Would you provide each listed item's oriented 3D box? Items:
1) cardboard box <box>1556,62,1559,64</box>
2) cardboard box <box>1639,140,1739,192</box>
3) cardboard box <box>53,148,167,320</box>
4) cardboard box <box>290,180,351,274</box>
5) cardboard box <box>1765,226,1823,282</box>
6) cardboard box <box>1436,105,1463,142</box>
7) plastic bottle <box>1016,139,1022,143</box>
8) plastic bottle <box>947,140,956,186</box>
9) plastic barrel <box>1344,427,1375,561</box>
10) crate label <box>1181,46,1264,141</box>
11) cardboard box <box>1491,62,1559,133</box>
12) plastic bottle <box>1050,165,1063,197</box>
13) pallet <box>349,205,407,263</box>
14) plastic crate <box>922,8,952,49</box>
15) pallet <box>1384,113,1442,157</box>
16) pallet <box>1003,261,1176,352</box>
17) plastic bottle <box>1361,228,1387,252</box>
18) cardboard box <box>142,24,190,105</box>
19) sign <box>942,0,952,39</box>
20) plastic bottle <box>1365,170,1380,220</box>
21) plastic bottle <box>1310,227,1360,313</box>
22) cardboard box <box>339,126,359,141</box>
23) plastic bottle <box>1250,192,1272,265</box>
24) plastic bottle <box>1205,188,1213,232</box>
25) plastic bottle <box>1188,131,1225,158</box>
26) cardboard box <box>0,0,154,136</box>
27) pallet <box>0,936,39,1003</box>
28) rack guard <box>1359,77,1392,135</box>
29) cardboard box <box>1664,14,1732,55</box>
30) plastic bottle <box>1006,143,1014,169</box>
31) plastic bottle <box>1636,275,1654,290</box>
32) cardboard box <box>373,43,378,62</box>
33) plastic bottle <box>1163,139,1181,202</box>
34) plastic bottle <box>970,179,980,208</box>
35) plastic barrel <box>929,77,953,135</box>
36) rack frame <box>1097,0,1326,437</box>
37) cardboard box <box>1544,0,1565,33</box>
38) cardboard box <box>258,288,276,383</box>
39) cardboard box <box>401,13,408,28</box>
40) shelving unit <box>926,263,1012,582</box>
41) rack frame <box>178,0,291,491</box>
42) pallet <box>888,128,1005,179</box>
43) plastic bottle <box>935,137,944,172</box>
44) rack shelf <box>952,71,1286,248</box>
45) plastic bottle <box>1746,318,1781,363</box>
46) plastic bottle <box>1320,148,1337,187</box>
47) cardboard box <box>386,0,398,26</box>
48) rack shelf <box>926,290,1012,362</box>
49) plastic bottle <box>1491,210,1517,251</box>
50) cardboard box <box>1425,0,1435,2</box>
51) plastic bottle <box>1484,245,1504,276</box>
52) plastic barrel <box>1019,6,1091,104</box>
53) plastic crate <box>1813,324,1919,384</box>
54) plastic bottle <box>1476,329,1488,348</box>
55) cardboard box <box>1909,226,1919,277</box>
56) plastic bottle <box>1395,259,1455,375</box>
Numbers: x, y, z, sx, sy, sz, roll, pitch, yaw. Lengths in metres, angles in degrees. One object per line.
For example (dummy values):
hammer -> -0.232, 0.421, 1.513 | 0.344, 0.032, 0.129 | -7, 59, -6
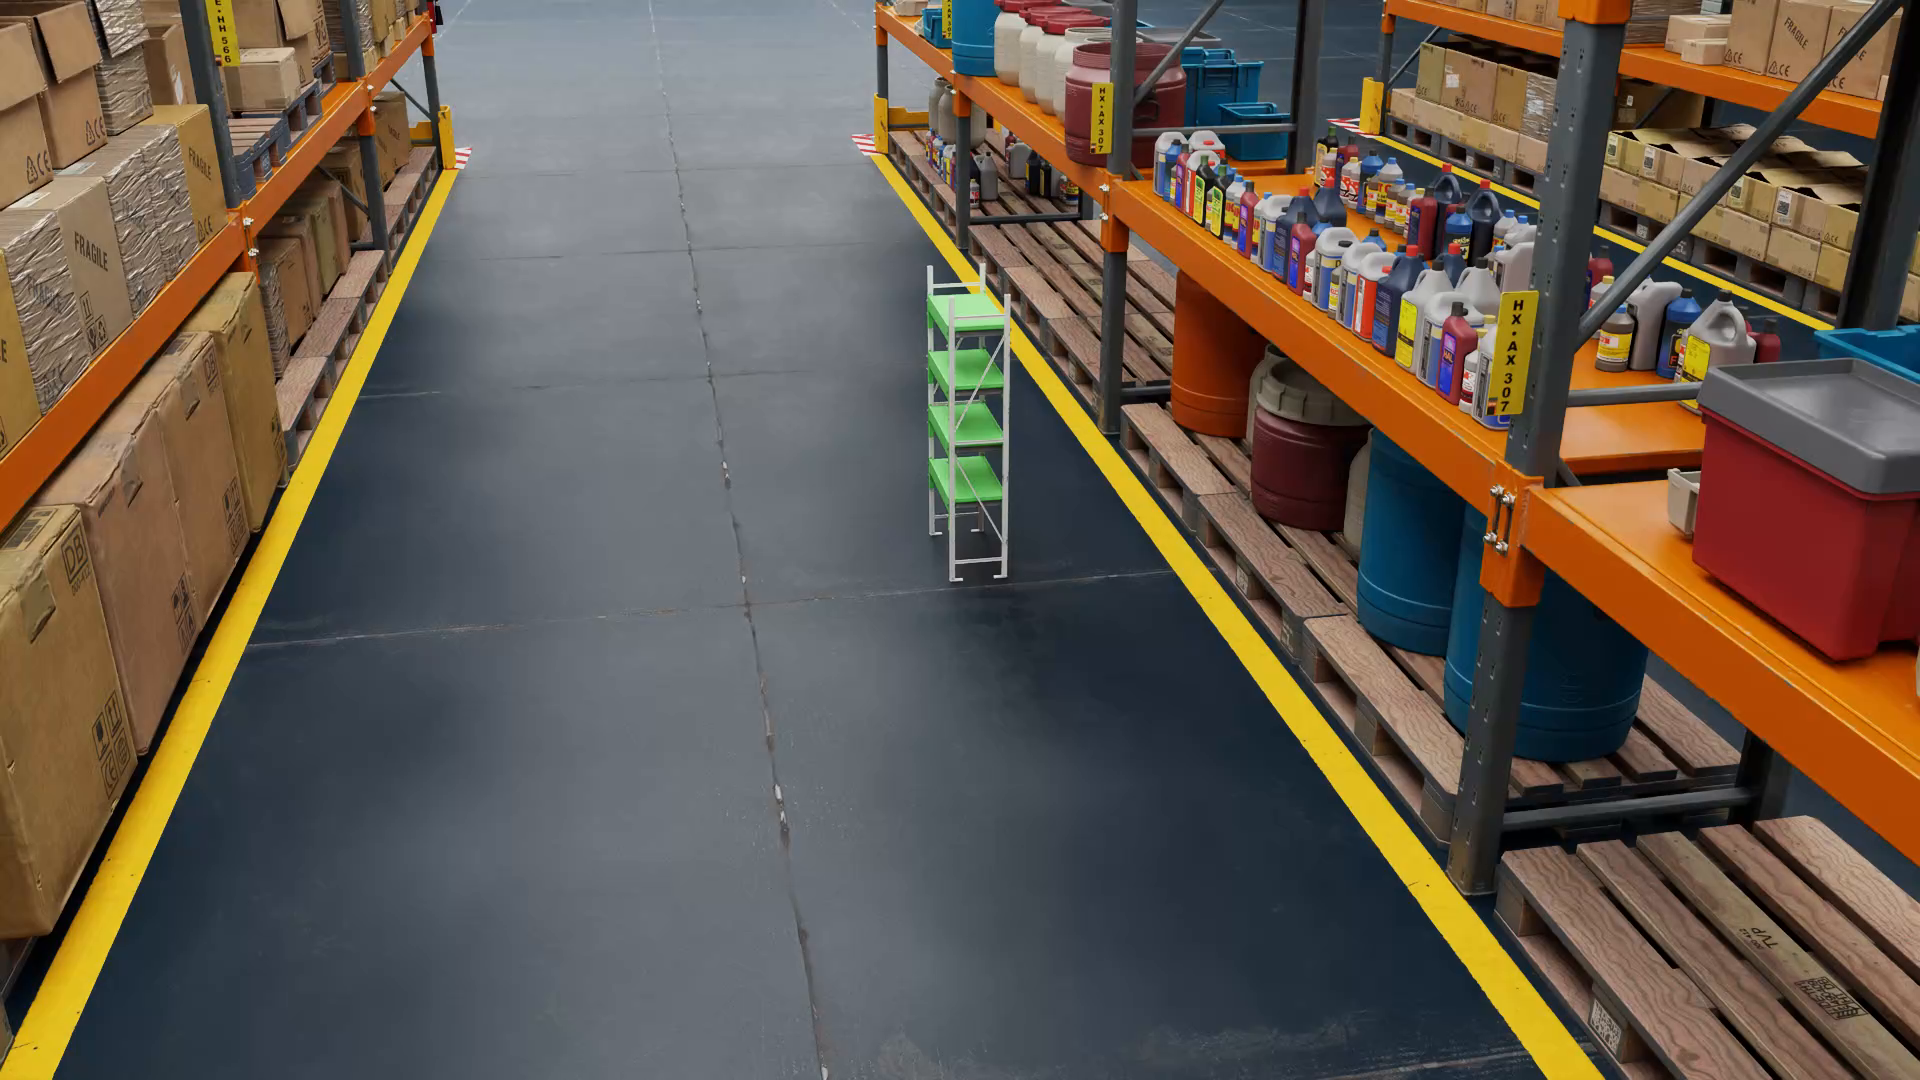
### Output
cardboard box -> 5.376, -3.774, 14.118 | 0.500, 0.500, 0.500 | -4, 24, -10
cardboard box -> 5.258, -2.710, 11.918 | 0.500, 0.311, 0.500 | -5, 24, -10
cardboard box -> -3.137, -1.064, 5.813 | 0.500, 0.500, 0.500 | -5, 24, -11
cardboard box -> -4.305, -1.981, 10.611 | 0.700, 0.500, 0.500 | -6, 24, -14
cardboard box -> 5.553, -1.848, 10.644 | 0.500, 0.250, 0.500 | -4, 24, -9
cardboard box -> 4.668, -3.785, 15.078 | 0.500, 0.250, 0.500 | -4, 24, -10
plastic bottle -> 0.546, -3.215, 13.718 | 0.152, 0.276, 0.135 | -5, 24, -11
plastic bottle -> -0.027, -2.956, 13.031 | 0.144, 0.351, 0.185 | -4, 24, -10
plastic barrel -> 1.718, -0.162, 6.458 | 0.421, 0.512, 0.421 | 0, 24, 0
crate label -> 1.292, -2.388, 8.925 | 0.502, 0.435, 0.616 | -4, 24, -10
cardboard box -> 4.861, -3.736, 14.029 | 0.500, 0.500, 0.500 | -4, 24, -10
plastic bottle -> 0.755, -2.771, 12.699 | 0.152, 0.276, 0.135 | -3, 24, -8
pallet -> -4.556, -2.151, 11.912 | 1.003, 0.211, 1.213 | -4, 24, -10
plastic crate -> -0.001, -3.881, 12.575 | 0.499, 0.251, 0.616 | -4, 24, -10
pallet -> 4.782, -3.897, 15.909 | 1.003, 0.211, 1.213 | -4, 24, -10
pallet -> 0.882, -1.469, 10.351 | 1.003, 0.211, 1.213 | -4, 24, -10
plastic bottle -> 1.449, -0.962, 5.867 | 0.097, 0.271, 0.097 | 0, 24, 0
cardboard box -> -3.797, -2.042, 7.528 | 0.500, 0.500, 0.500 | -7, 25, -16
sign -> -0.073, -3.625, 11.456 | 0.100, 0.325, 0.005 | -4, 24, -10
plastic bottle -> 1.804, -1.490, 7.162 | 0.097, 0.201, 0.097 | 0, 24, 0
plastic bottle -> 1.330, -0.948, 5.828 | 0.152, 0.276, 0.135 | -4, 24, -10
cardboard box -> -4.737, -2.838, 12.599 | 0.500, 0.500, 0.500 | -6, 24, -14
plastic bottle -> 1.180, -1.206, 6.424 | 0.097, 0.271, 0.097 | 0, 24, 0
plastic bottle -> 1.077, -1.394, 6.941 | 0.097, 0.201, 0.097 | 0, 24, 0
plastic bottle -> 1.122, -1.721, 7.598 | 0.152, 0.276, 0.135 | -4, 24, -10
cardboard box -> -3.539, -1.811, 6.271 | 0.797, 0.503, 0.637 | -3, 24, -8
pallet -> -3.135, 0.959, 4.790 | 1.003, 0.211, 1.213 | -4, 24, -10
rack guard -> 4.595, -4.337, 16.555 | 1.175, 0.500, 0.348 | -4, 24, -10
cardboard box -> 5.473, -3.640, 12.024 | 0.500, 0.250, 0.500 | -3, 24, -6
plastic bottle -> 0.427, -3.165, 13.695 | 0.097, 0.201, 0.097 | 0, 24, 0
plastic bottle -> 2.176, -0.730, 5.335 | 0.097, 0.271, 0.097 | 0, 24, 0
cardboard box -> -4.248, -3.355, 11.498 | 0.380, 0.149, 0.250 | -4, 24, -10
plastic bottle -> 0.967, -1.660, 7.464 | 0.097, 0.271, 0.097 | 0, 24, 0
plastic bottle -> 0.097, -2.573, 12.340 | 0.097, 0.201, 0.097 | 0, 24, 0
plastic barrel -> -0.073, -3.907, 15.031 | 0.421, 0.512, 0.421 | 0, 24, 0
rack frame -> 1.210, -1.961, 7.992 | 1.000, 3.000, 0.127 | -4, 24, -10
cardboard box -> 5.147, -4.326, 13.283 | 0.700, 0.500, 0.500 | -5, 24, -10
cardboard box -> -3.801, -0.912, 8.165 | 0.700, 0.500, 0.500 | -6, 24, -13
cardboard box -> -4.708, -4.237, 13.517 | 0.380, 0.149, 0.250 | -4, 24, -10
shelving unit -> 0.031, -0.485, 6.861 | 0.258, 1.200, 0.503 | -4, 24, -10
rack frame -> -3.658, -1.594, 7.153 | 1.000, 3.000, 0.127 | -4, 24, -10
pallet -> -0.064, -3.483, 14.962 | 1.003, 0.211, 1.213 | -4, 24, -10
plastic bottle -> -0.159, -3.148, 13.570 | 0.097, 0.271, 0.097 | 0, 24, 0
rack shelf -> 0.840, -2.418, 9.937 | 1.077, 0.370, 4.000 | -4, 24, -10
plastic bottle -> 2.301, -0.510, 4.815 | 0.061, 0.283, 0.133 | -4, 24, -10
plastic bottle -> 1.707, -1.696, 7.633 | 0.097, 0.201, 0.097 | 0, 24, 0
cardboard box -> -4.721, -4.120, 12.438 | 0.875, 0.500, 0.500 | -4, 24, -10
rack shelf -> 0.031, -0.866, 6.694 | 0.258, 0.148, 0.480 | -4, 24, -10
plastic bottle -> 2.012, -1.080, 6.136 | 0.097, 0.271, 0.097 | 0, 24, 0
cardboard box -> 4.673, -5.334, 15.590 | 0.700, 0.500, 0.500 | -4, 24, -10
plastic bottle -> 1.905, -0.946, 5.916 | 0.097, 0.201, 0.097 | 0, 24, 0
plastic barrel -> 0.567, -2.915, 10.008 | 0.433, 0.535, 0.433 | 0, 24, 0
plastic crate -> 2.371, -0.249, 4.018 | 0.392, 0.384, 0.575 | -4, 24, -10
plastic bottle -> 1.546, -0.528, 4.960 | 0.097, 0.201, 0.097 | 0, 24, 0
cardboard box -> 5.740, -1.703, 9.612 | 0.500, 0.311, 0.500 | -4, 24, -8
plastic bottle -> 1.458, -0.702, 5.172 | 0.144, 0.351, 0.185 | -4, 24, -10
